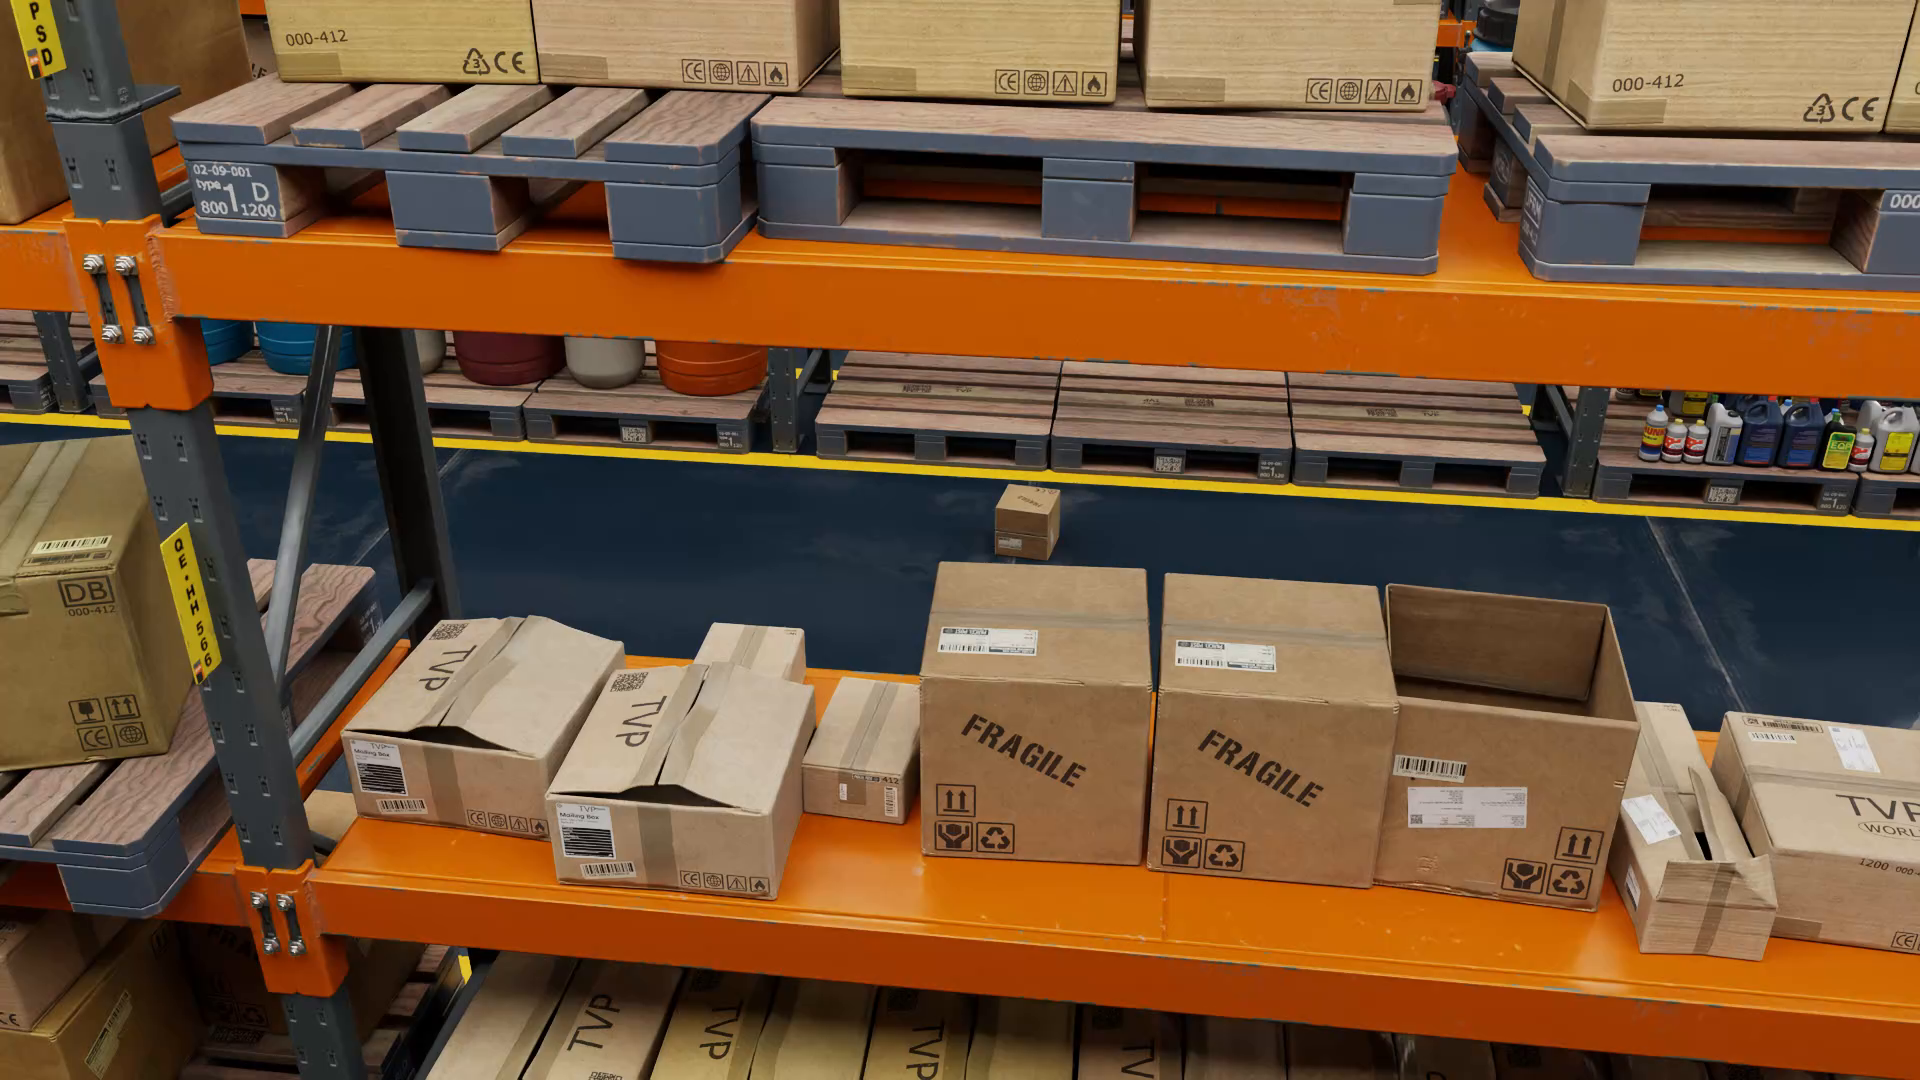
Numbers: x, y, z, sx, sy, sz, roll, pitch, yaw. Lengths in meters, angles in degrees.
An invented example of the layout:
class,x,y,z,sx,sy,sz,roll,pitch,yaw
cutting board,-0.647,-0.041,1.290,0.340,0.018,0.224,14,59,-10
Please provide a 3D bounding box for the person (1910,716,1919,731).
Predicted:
class,x,y,z,sx,sy,sz,roll,pitch,yaw
person,3.722,0.229,5.743,0.605,1.734,0.514,9,30,16
